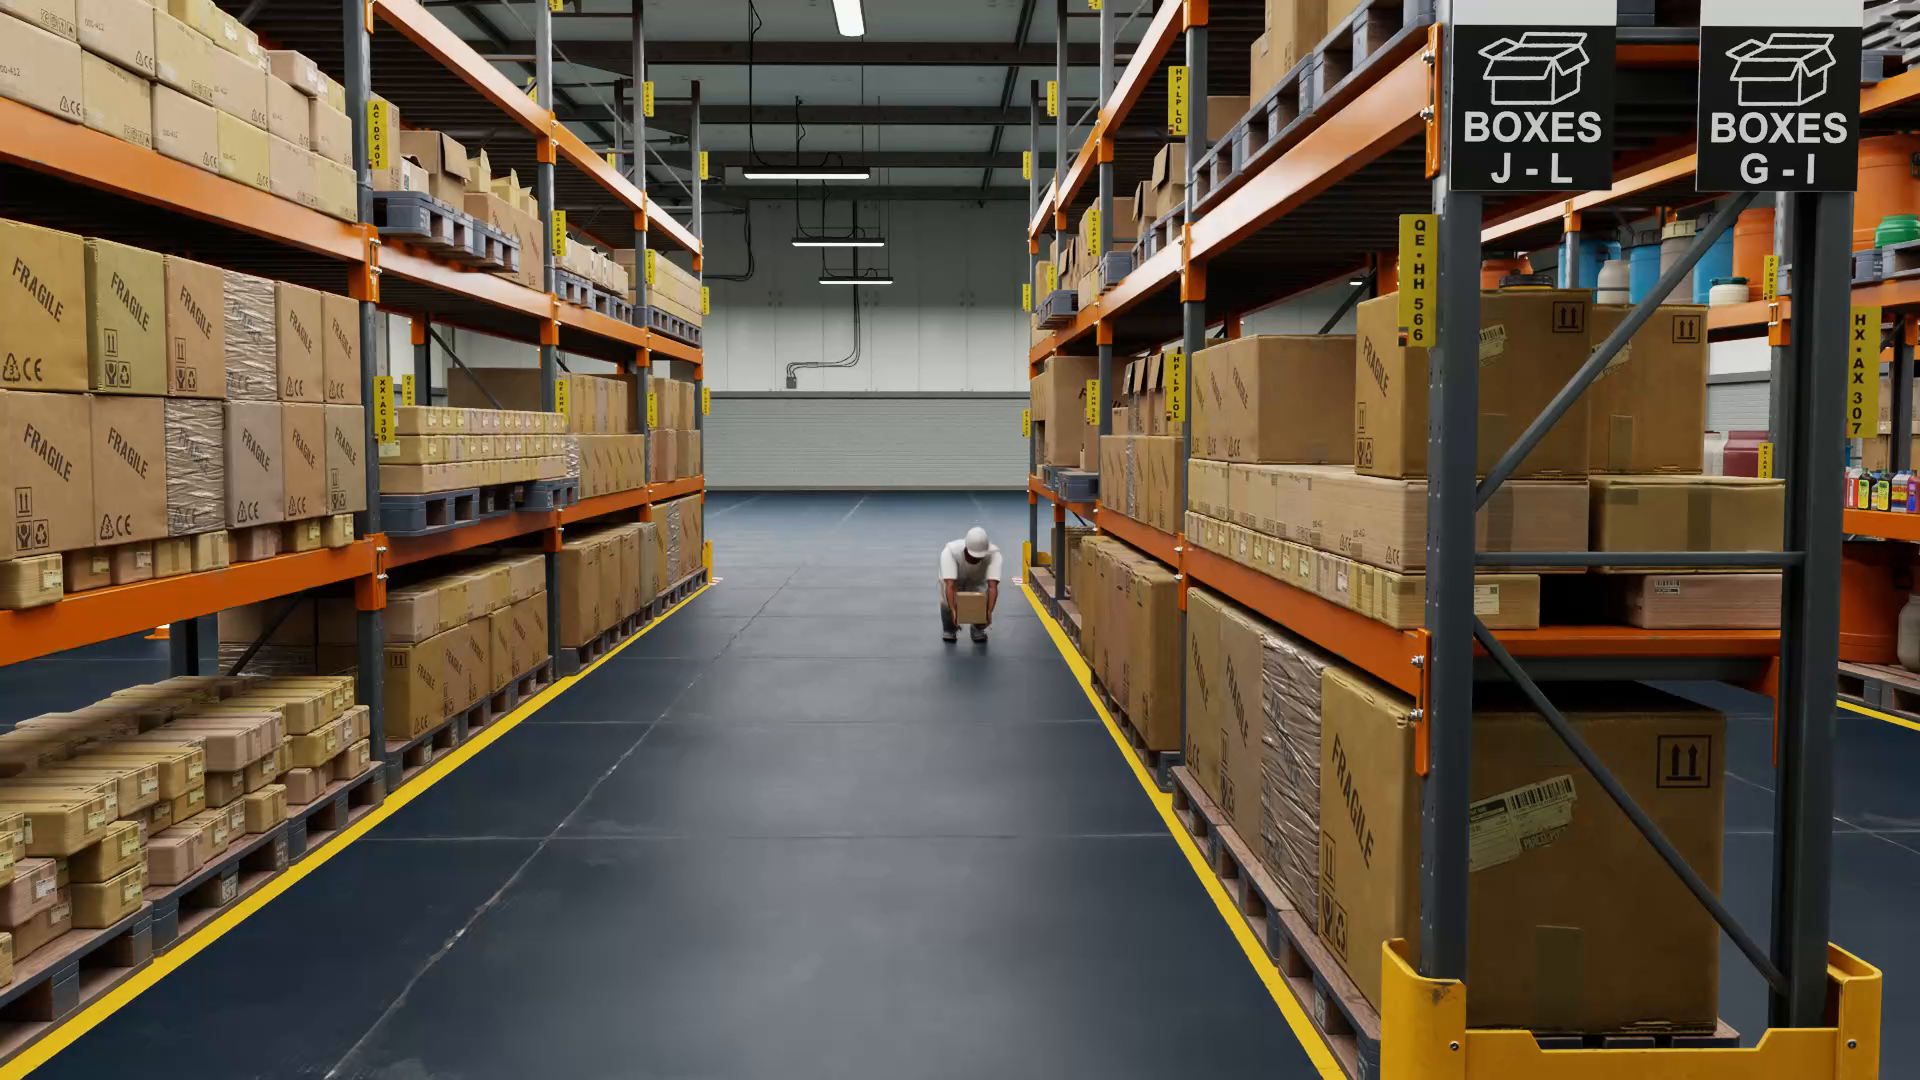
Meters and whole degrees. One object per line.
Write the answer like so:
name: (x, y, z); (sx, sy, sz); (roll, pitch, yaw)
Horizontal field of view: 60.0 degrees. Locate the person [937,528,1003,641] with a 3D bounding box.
person: (0.092, 0.383, 14.536); (0.550, 1.016, 0.894); (0, 4, -6)
